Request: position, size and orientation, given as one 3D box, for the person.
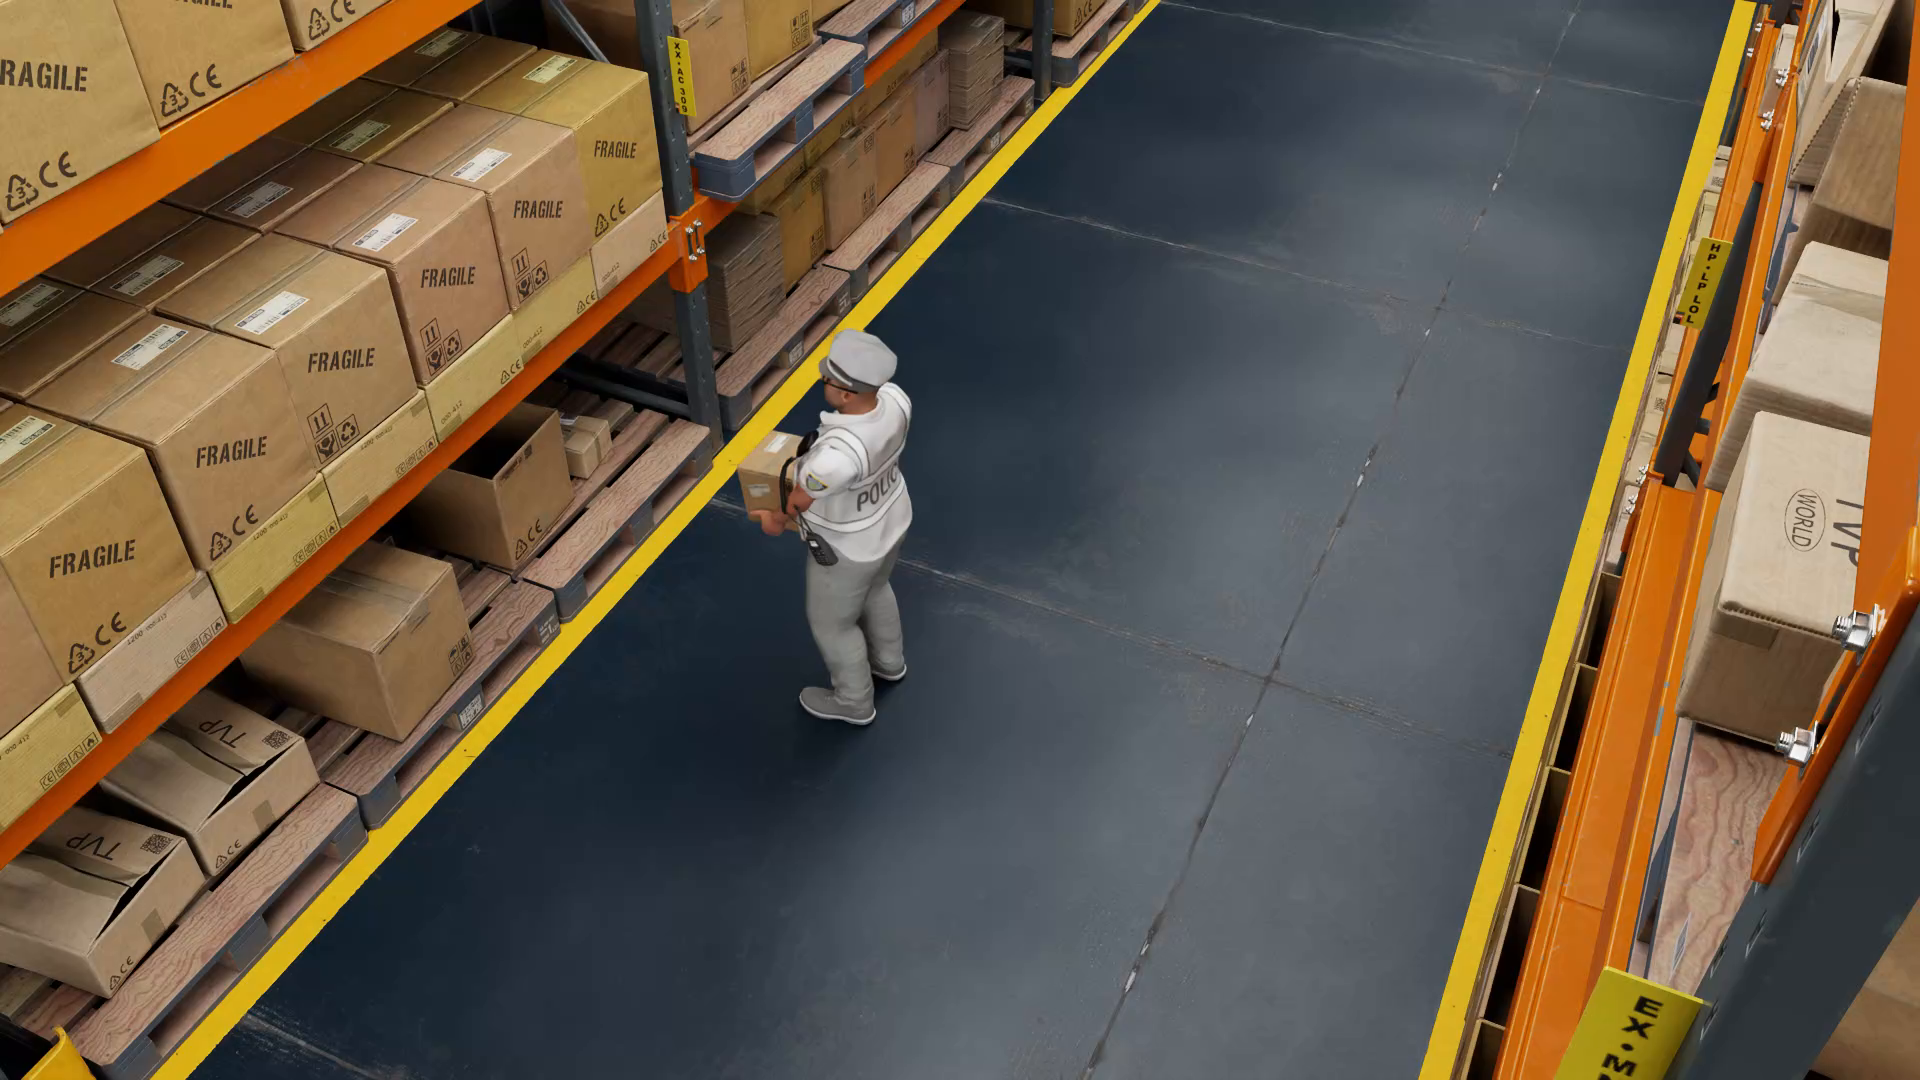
[{"bbox_3d":[-0.479,-0.058,6.209,0.563,1.767,0.494,18,45,19],"label":"person"}]
